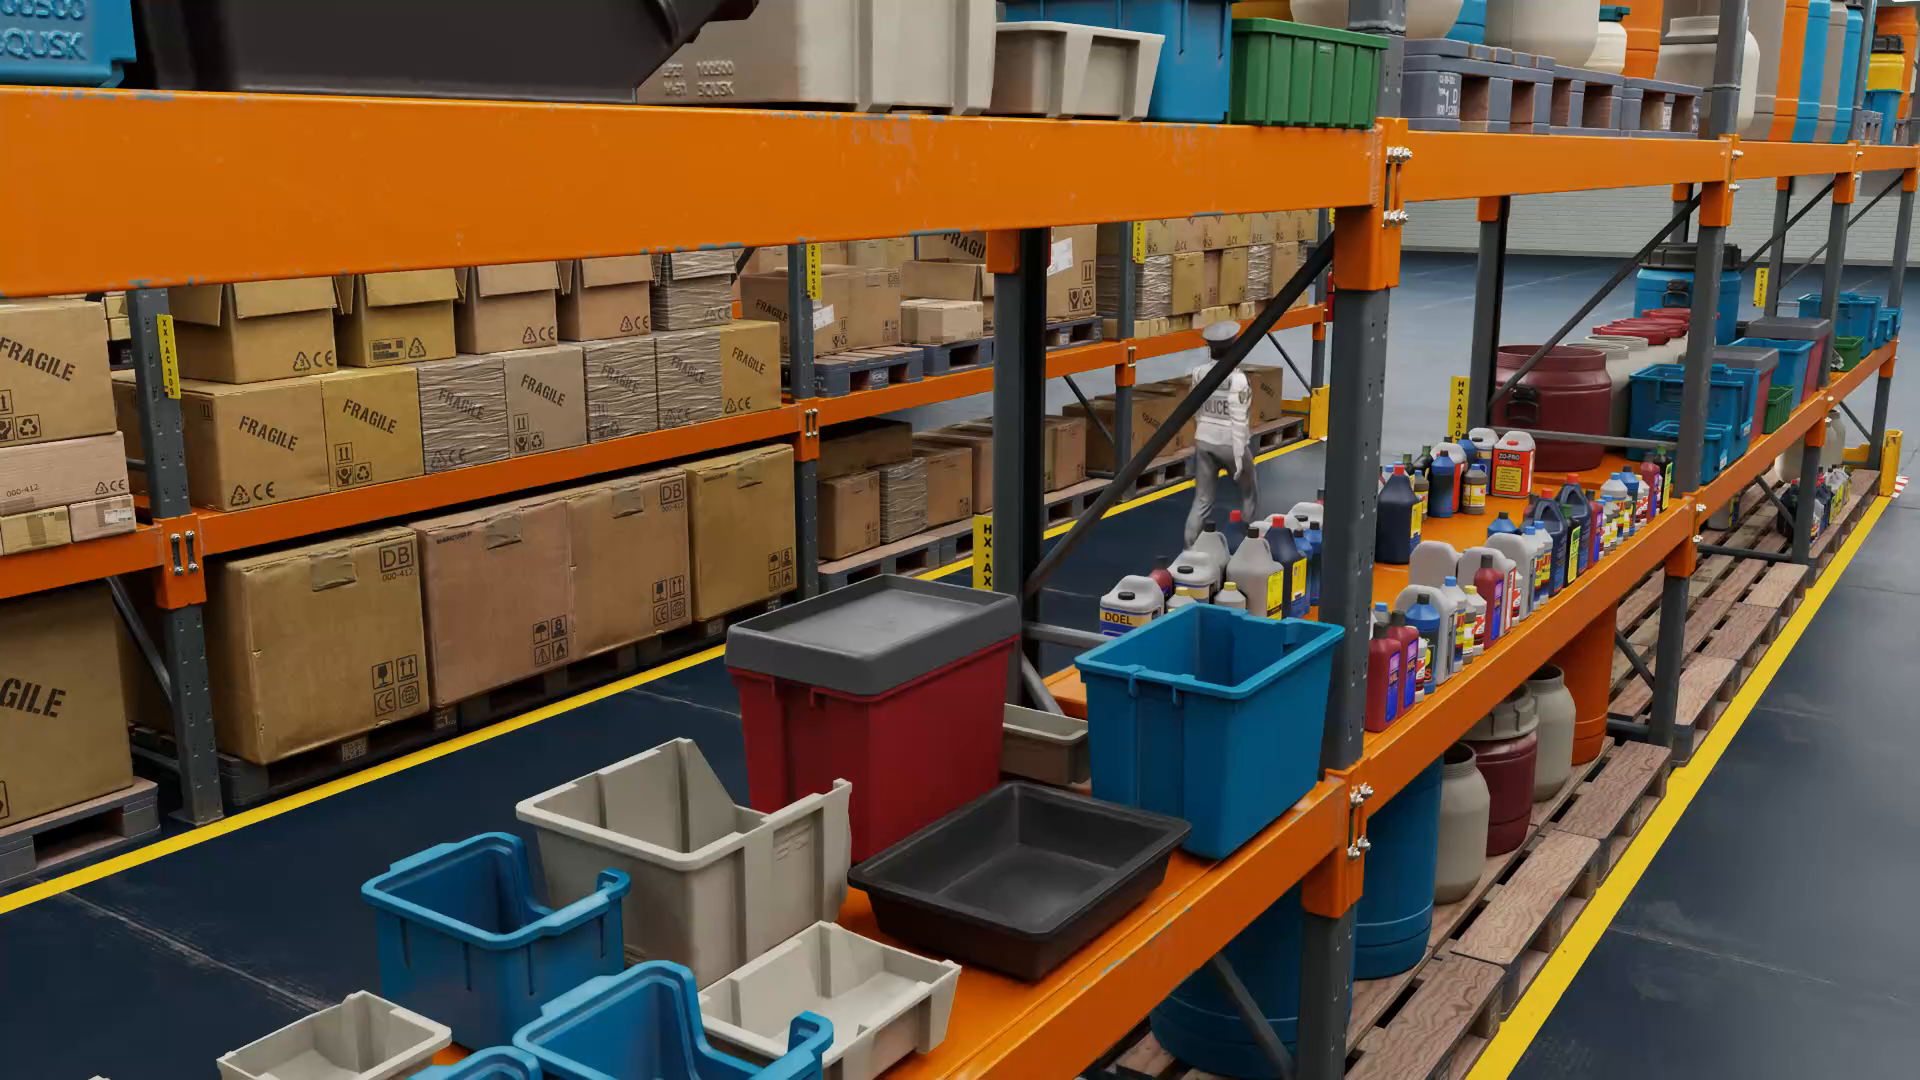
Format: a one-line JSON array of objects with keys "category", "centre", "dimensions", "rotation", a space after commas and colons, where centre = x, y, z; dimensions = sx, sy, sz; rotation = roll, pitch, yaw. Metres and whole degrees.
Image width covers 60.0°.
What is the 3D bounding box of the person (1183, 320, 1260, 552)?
[{"category": "person", "centre": [1.794, -0.624, 11.089], "dimensions": [0.790, 1.689, 0.510], "rotation": [-12, 18, -42]}]
